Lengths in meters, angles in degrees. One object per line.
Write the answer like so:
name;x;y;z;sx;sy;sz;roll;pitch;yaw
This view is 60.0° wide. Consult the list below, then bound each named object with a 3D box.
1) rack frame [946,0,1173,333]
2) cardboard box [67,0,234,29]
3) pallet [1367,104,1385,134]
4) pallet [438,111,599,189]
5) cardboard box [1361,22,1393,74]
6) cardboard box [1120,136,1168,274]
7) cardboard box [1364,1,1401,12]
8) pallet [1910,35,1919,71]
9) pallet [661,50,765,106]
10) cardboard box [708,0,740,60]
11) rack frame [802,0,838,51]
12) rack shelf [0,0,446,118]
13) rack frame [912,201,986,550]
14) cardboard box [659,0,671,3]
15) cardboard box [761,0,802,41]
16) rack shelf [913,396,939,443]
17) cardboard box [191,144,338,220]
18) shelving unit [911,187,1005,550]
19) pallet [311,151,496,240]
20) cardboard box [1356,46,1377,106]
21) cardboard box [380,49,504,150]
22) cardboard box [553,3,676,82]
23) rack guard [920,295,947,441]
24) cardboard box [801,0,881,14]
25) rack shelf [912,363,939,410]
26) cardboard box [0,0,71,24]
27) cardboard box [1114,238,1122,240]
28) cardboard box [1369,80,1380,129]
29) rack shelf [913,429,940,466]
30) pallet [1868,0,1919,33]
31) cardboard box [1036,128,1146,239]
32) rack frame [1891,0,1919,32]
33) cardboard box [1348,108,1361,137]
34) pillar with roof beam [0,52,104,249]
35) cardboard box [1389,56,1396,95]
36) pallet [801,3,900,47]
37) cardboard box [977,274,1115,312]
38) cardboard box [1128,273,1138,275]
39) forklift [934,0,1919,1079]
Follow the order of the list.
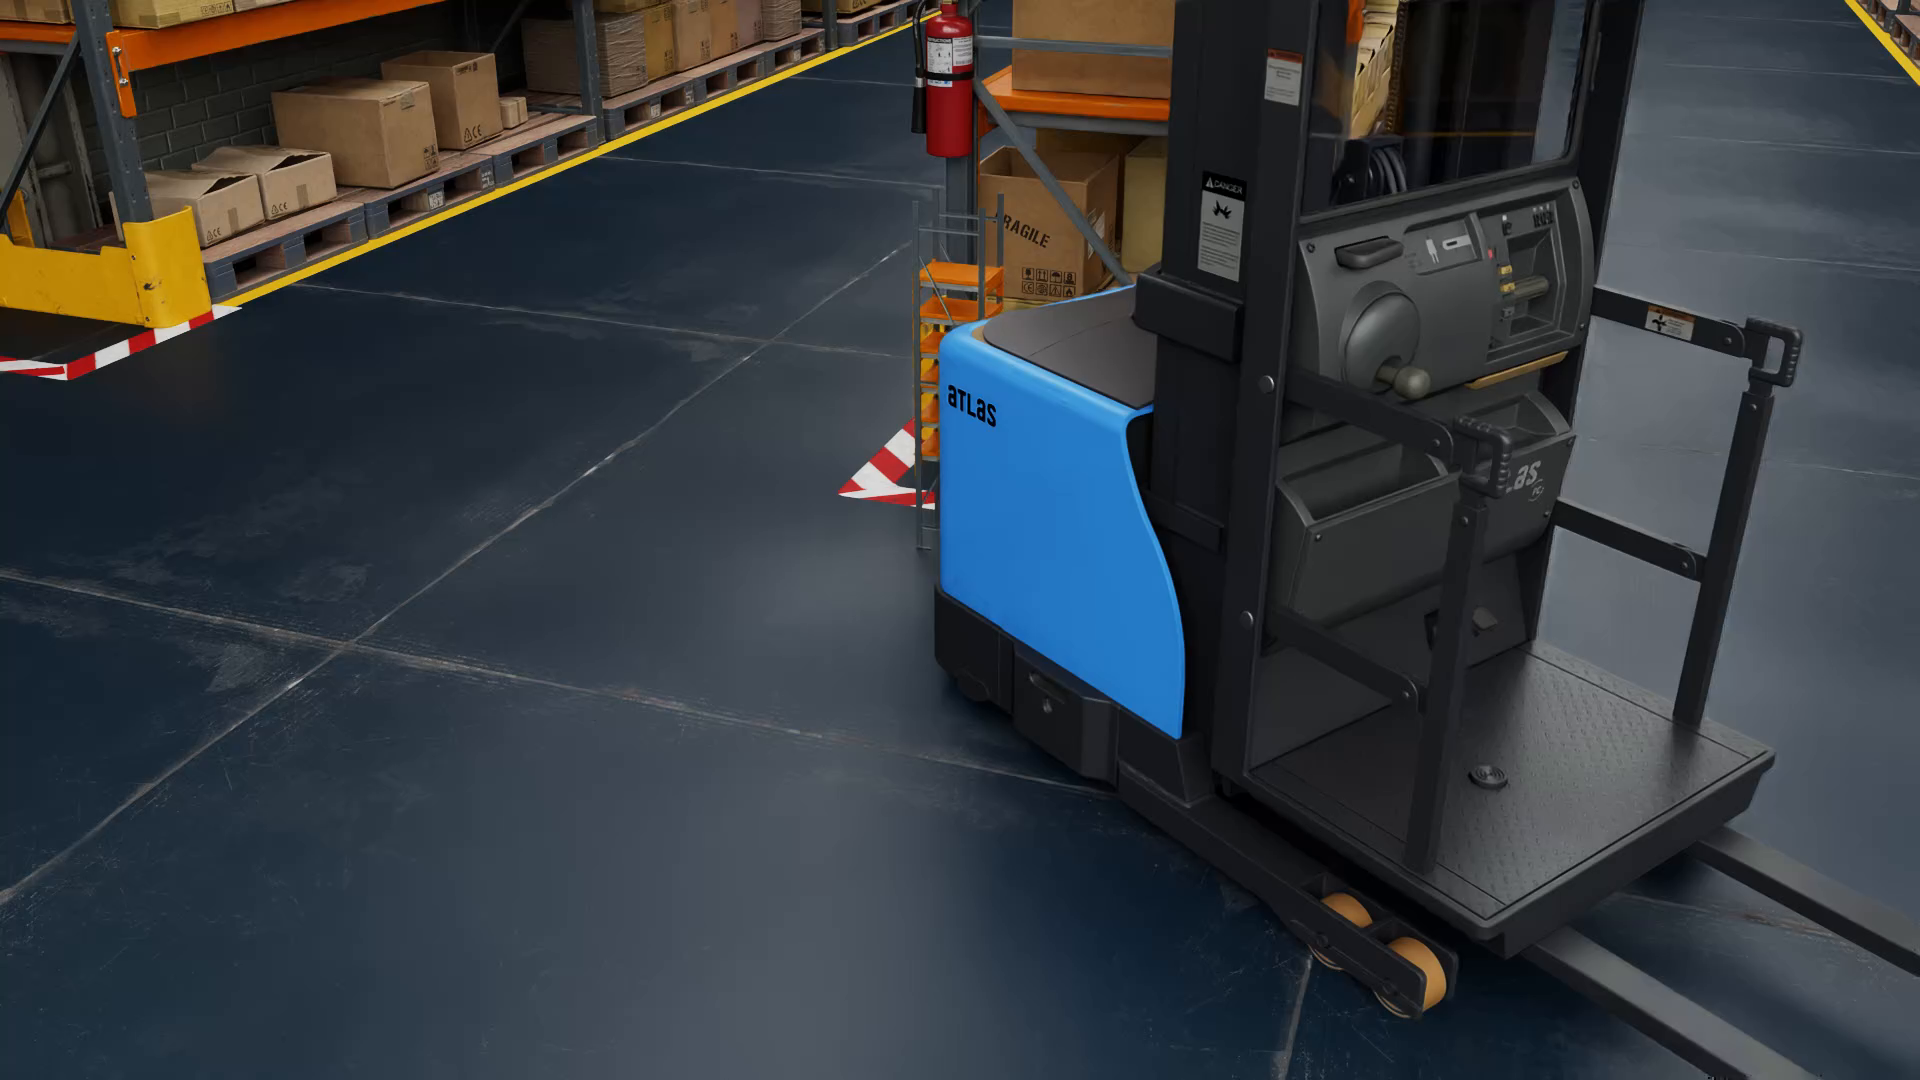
rack frame;0.438;-1.741;5.904;1.000;3.000;0.127;9;27;17
cardboard box;-3.773;-2.554;7.732;0.500;0.250;0.500;8;27;16
pallet;2.382;-2.941;11.583;1.003;0.211;1.213;9;27;17
pallet;-3.094;-2.566;10.807;1.003;0.211;1.213;9;27;17
cardboard box;2.652;-3.355;11.266;0.500;0.311;0.500;10;27;19
cardboard box;0.991;-1.424;7.062;0.500;0.500;0.500;9;27;17
cardboard box;2.991;-3.767;12.118;0.500;0.311;0.500;8;27;17
pallet;8.401;-3.884;13.529;1.003;0.211;1.213;9;27;17
pallet;-2.241;-3.670;13.088;1.003;0.211;1.213;9;27;17
cardboard box;-2.183;-4.112;13.164;0.700;0.500;0.500;9;27;17
rack frame;-1.572;-5.746;14.175;1.000;3.000;0.127;9;27;17
rack shelf;-3.569;-2.956;9.239;1.077;0.370;4.000;9;27;17
rack frame;-0.035;-0.496;5.399;0.240;1.200;0.006;9;27;17
cardboard box;-2.361;-4.213;12.512;0.500;0.250;0.500;8;27;16
cardboard box;-1.763;-4.515;13.997;0.700;0.500;0.500;9;27;18
rack shelf;-0.005;-0.386;5.548;0.258;0.103;0.180;9;27;17
cardboard box;-3.730;-1.951;8.919;0.500;0.311;0.500;11;28;22
shelving unit;-0.005;-0.534;5.476;0.258;1.200;0.189;9;27;17
pallet;-3.498;-2.063;9.768;1.003;0.211;1.213;9;27;17
cardboard box;2.313;-2.928;10.384;0.500;0.311;0.500;8;27;17
cardboard box;-3.211;-2.743;10.336;0.500;0.500;0.500;7;27;14
cardboard box;-2.550;-3.699;12.312;0.700;0.500;0.500;8;27;16
rack guard;0.430;-0.606;6.429;1.175;0.500;0.348;9;27;17
cardboard box;-1.204;-5.250;15.137;0.750;0.750;0.750;8;27;17
rack shelf;-0.005;-0.494;5.496;0.258;0.103;0.180;9;27;17
cardboard box;-4.262;-2.620;7.868;0.500;0.250;0.500;9;27;18
cardboard box;0.658;-1.369;7.808;0.500;0.250;0.500;9;27;17
cardboard box;2.478;-2.889;10.949;0.500;0.250;0.500;8;27;16
rack shelf;-0.005;-0.278;5.600;0.258;0.103;0.180;9;27;17
pallet;9.309;-5.005;15.846;1.003;0.211;1.213;9;27;17
cardboard box;0.655;-1.707;7.646;0.500;0.500;0.500;9;27;17
rack frame;9.101;-5.953;14.603;1.000;3.000;0.127;9;27;17
cardboard box;2.137;-2.466;10.075;0.500;0.250;0.500;8;27;16
pillar with roof beam;-0.758;-4.947;5.641;9.100;9.000;0.400;9;27;17
cardboard box;2.817;-3.310;11.818;0.500;0.250;0.500;9;27;19
pallet;-1.239;-4.804;15.429;1.003;0.211;1.213;9;27;17
cardboard box;0.338;-0.956;6.956;0.500;0.250;0.500;9;27;17
cardboard box;0.989;-1.087;7.226;0.500;0.250;0.500;9;27;17
forklift;1.205;-0.527;3.475;1.130;2.935;3.031;-18;31;-32
